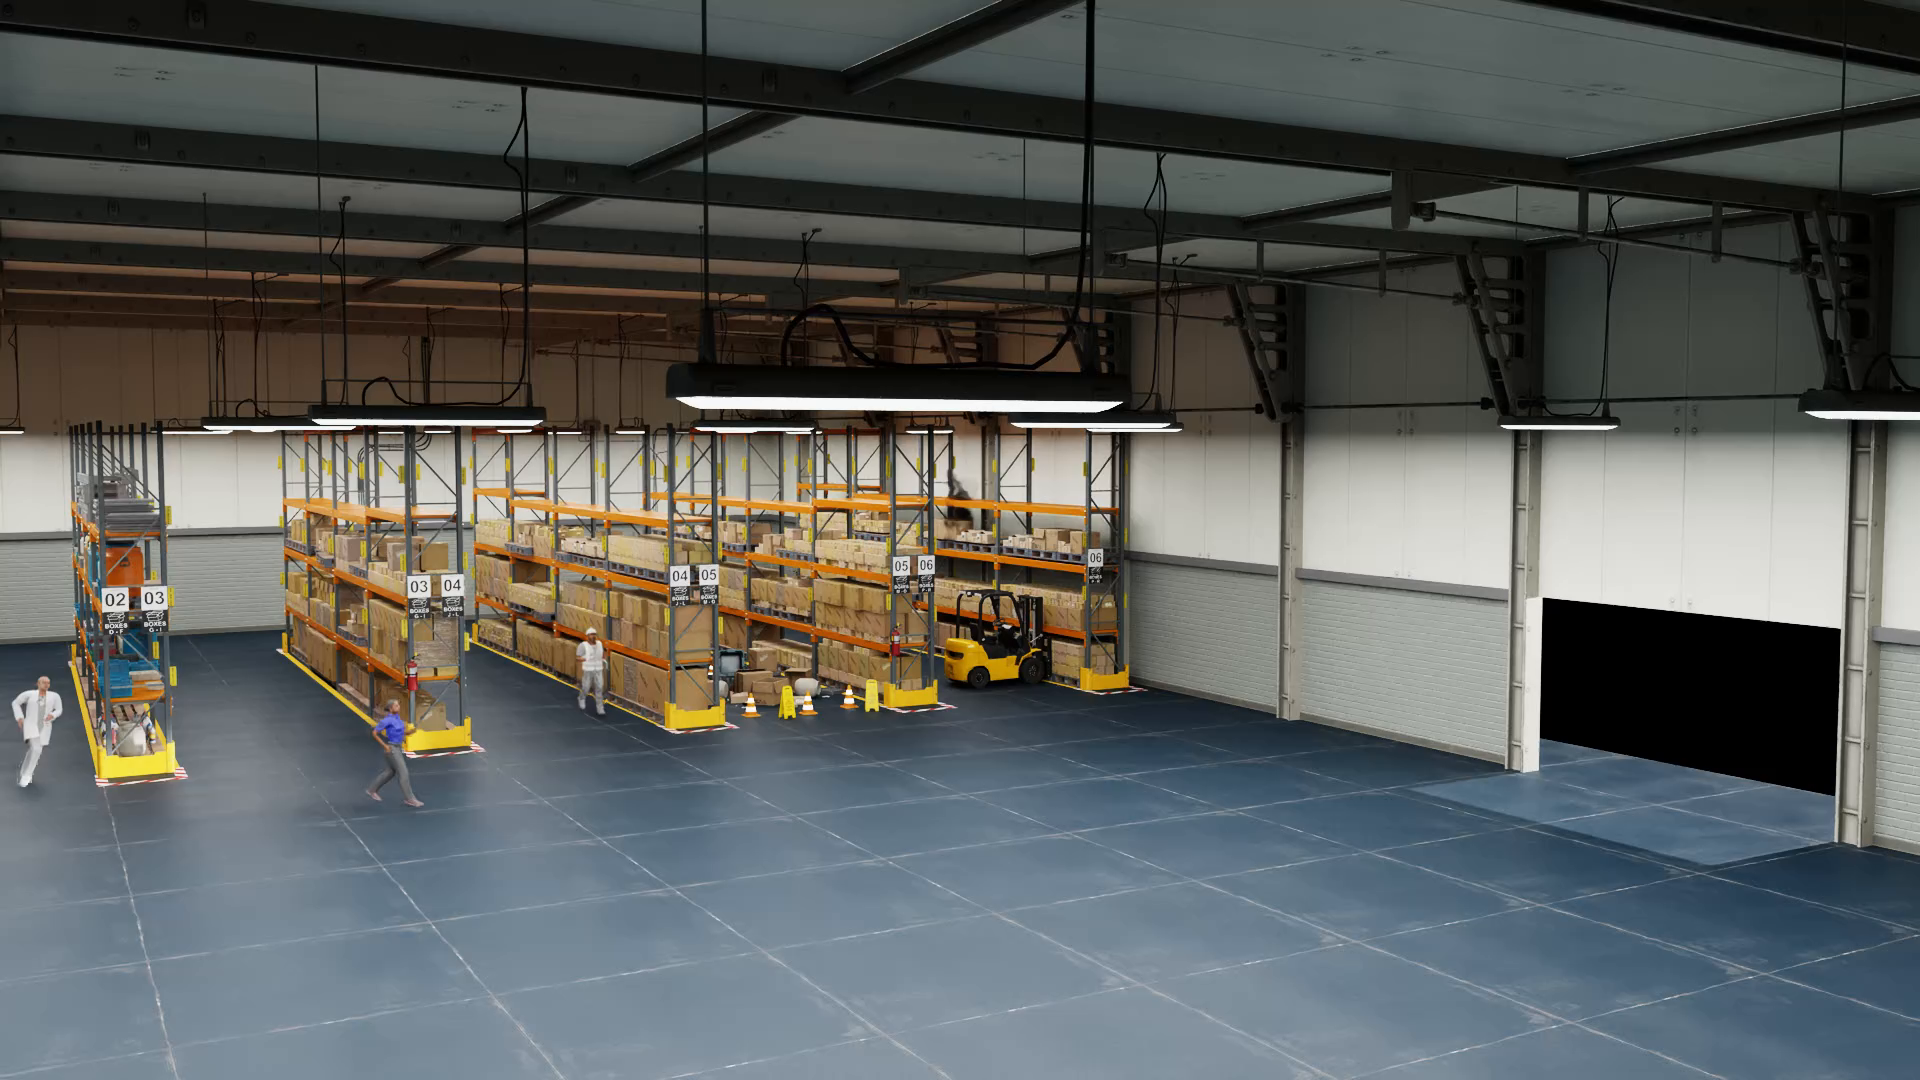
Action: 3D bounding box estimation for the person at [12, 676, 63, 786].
[{"bbox_3d":[-15.278,3.200,27.600,0.721,1.678,0.694,3,5,43],"label":"person"}]

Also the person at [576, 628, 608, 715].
[{"bbox_3d":[-7.587,2.692,34.325,0.690,1.759,1.004,-2,4,-31],"label":"person"}]

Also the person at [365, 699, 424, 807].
[{"bbox_3d":[-8.761,3.292,25.698,0.929,1.642,0.550,0,4,-3],"label":"person"}]

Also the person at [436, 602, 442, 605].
[{"bbox_3d":[-14.458,1.974,46.456,0.724,1.806,0.781,0,4,3],"label":"person"}]
